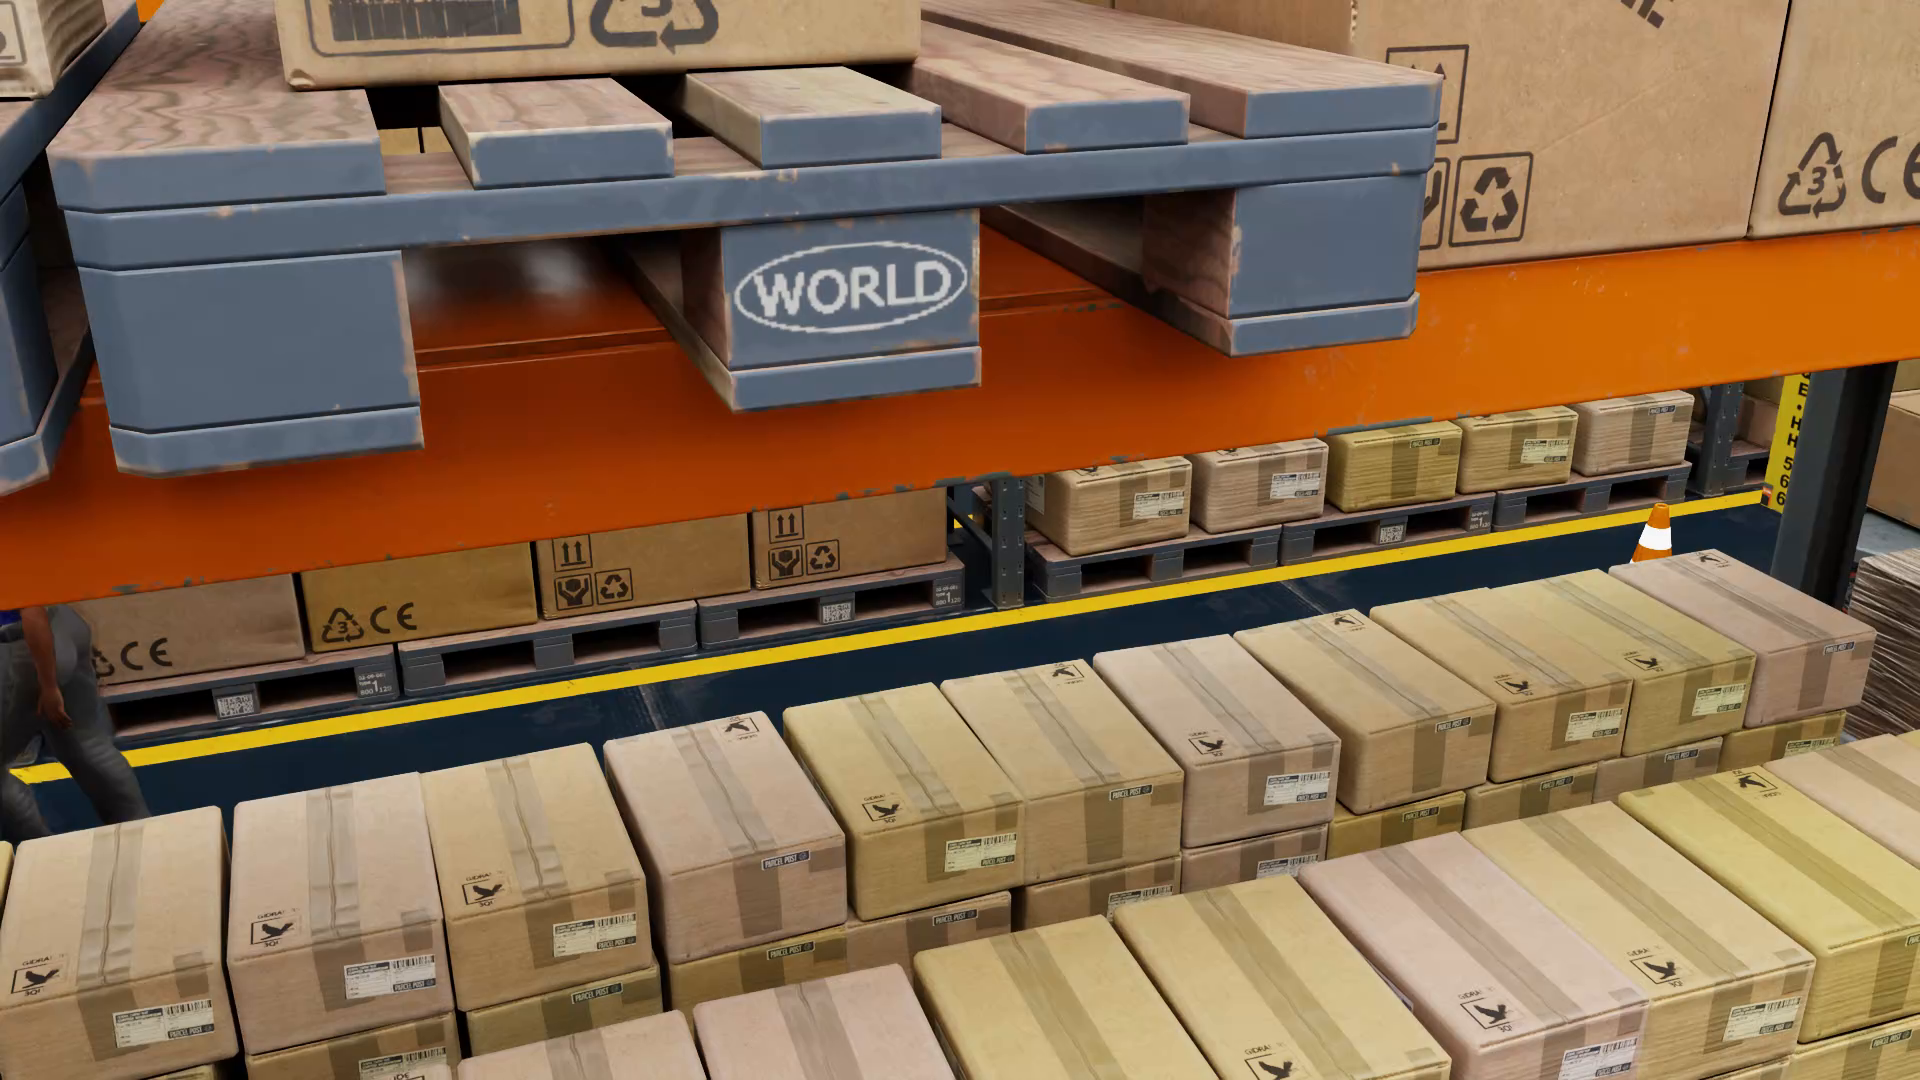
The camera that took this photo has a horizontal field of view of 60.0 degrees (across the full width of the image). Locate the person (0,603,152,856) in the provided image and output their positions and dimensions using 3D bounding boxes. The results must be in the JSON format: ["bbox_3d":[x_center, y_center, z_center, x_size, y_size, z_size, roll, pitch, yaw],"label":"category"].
[{"bbox_3d":[-2.893,0.397,5.183,0.512,1.721,0.484,-7,24,-15],"label":"person"}]
